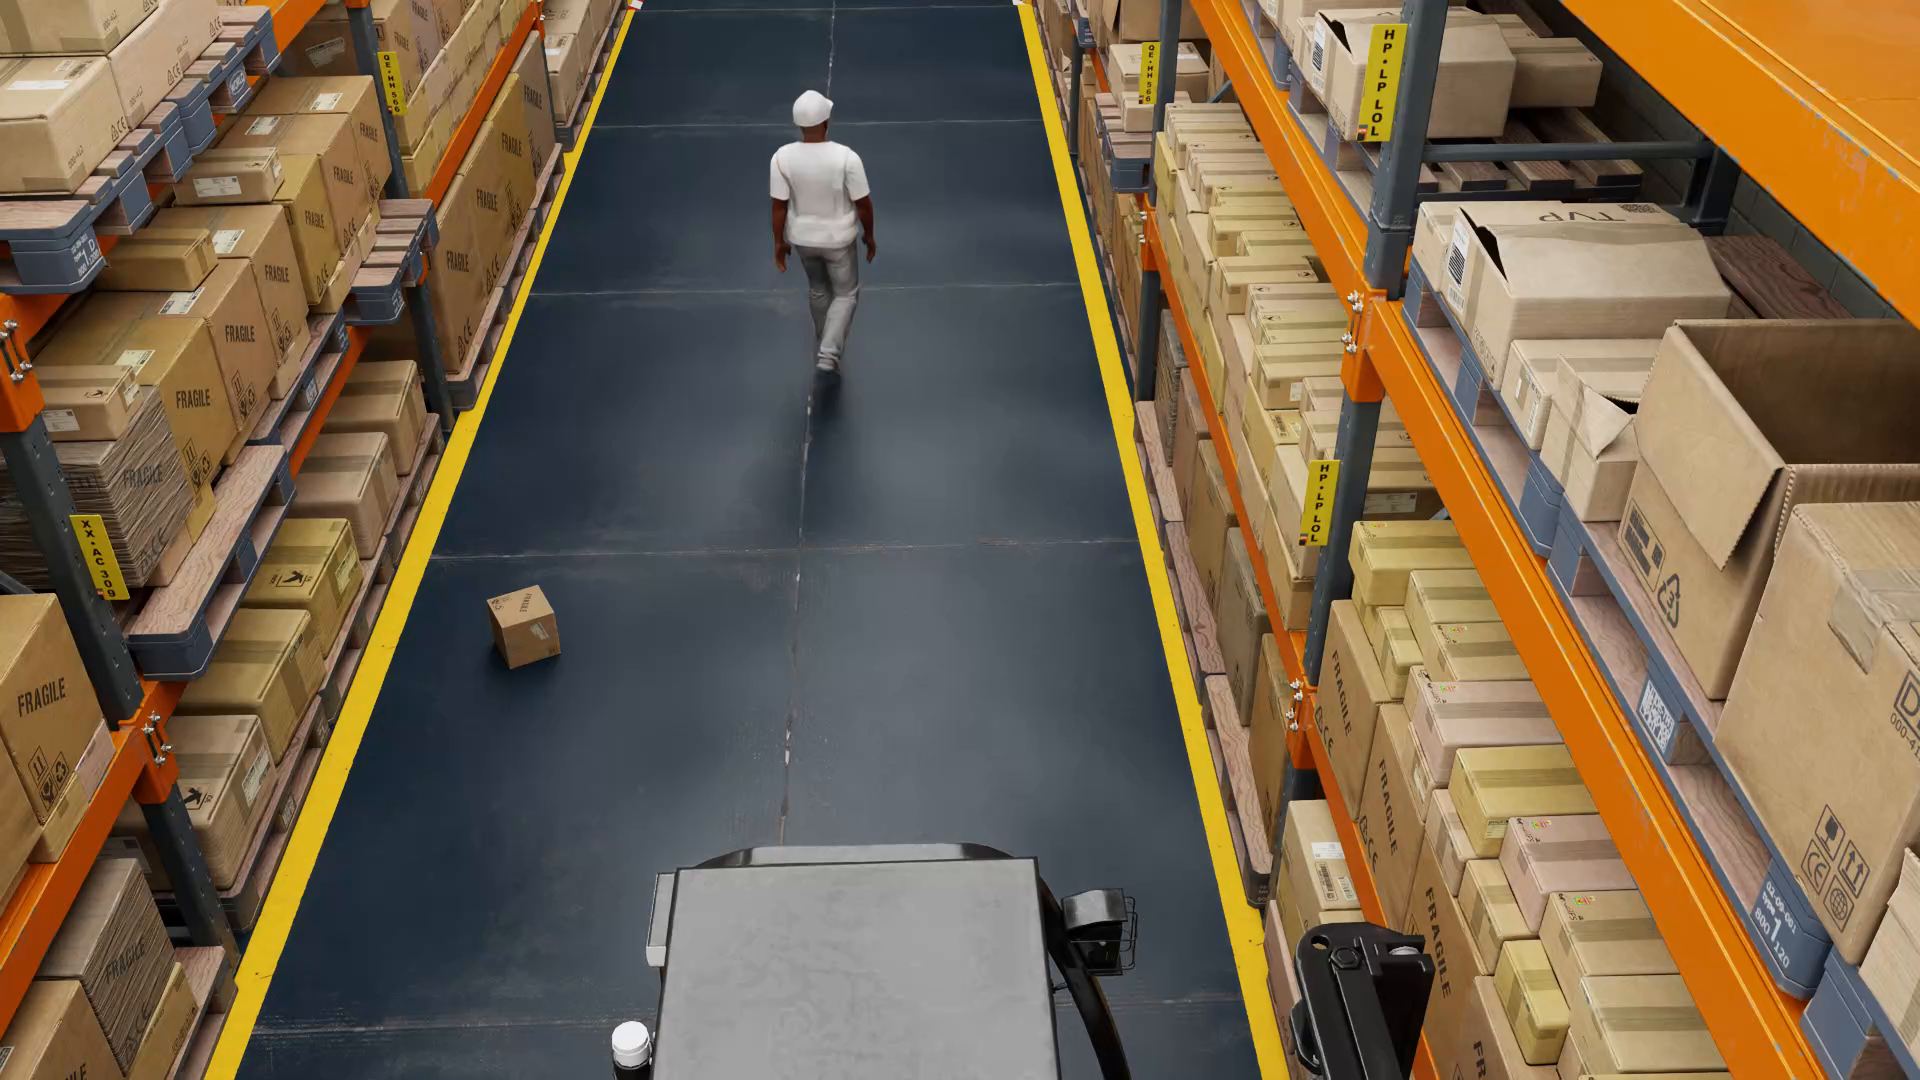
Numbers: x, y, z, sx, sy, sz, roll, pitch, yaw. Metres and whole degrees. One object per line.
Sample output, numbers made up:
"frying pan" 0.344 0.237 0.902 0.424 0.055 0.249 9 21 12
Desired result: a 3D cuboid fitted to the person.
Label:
"person" -0.788 -1.761 9.676 0.579 1.741 0.872 6 35 8
